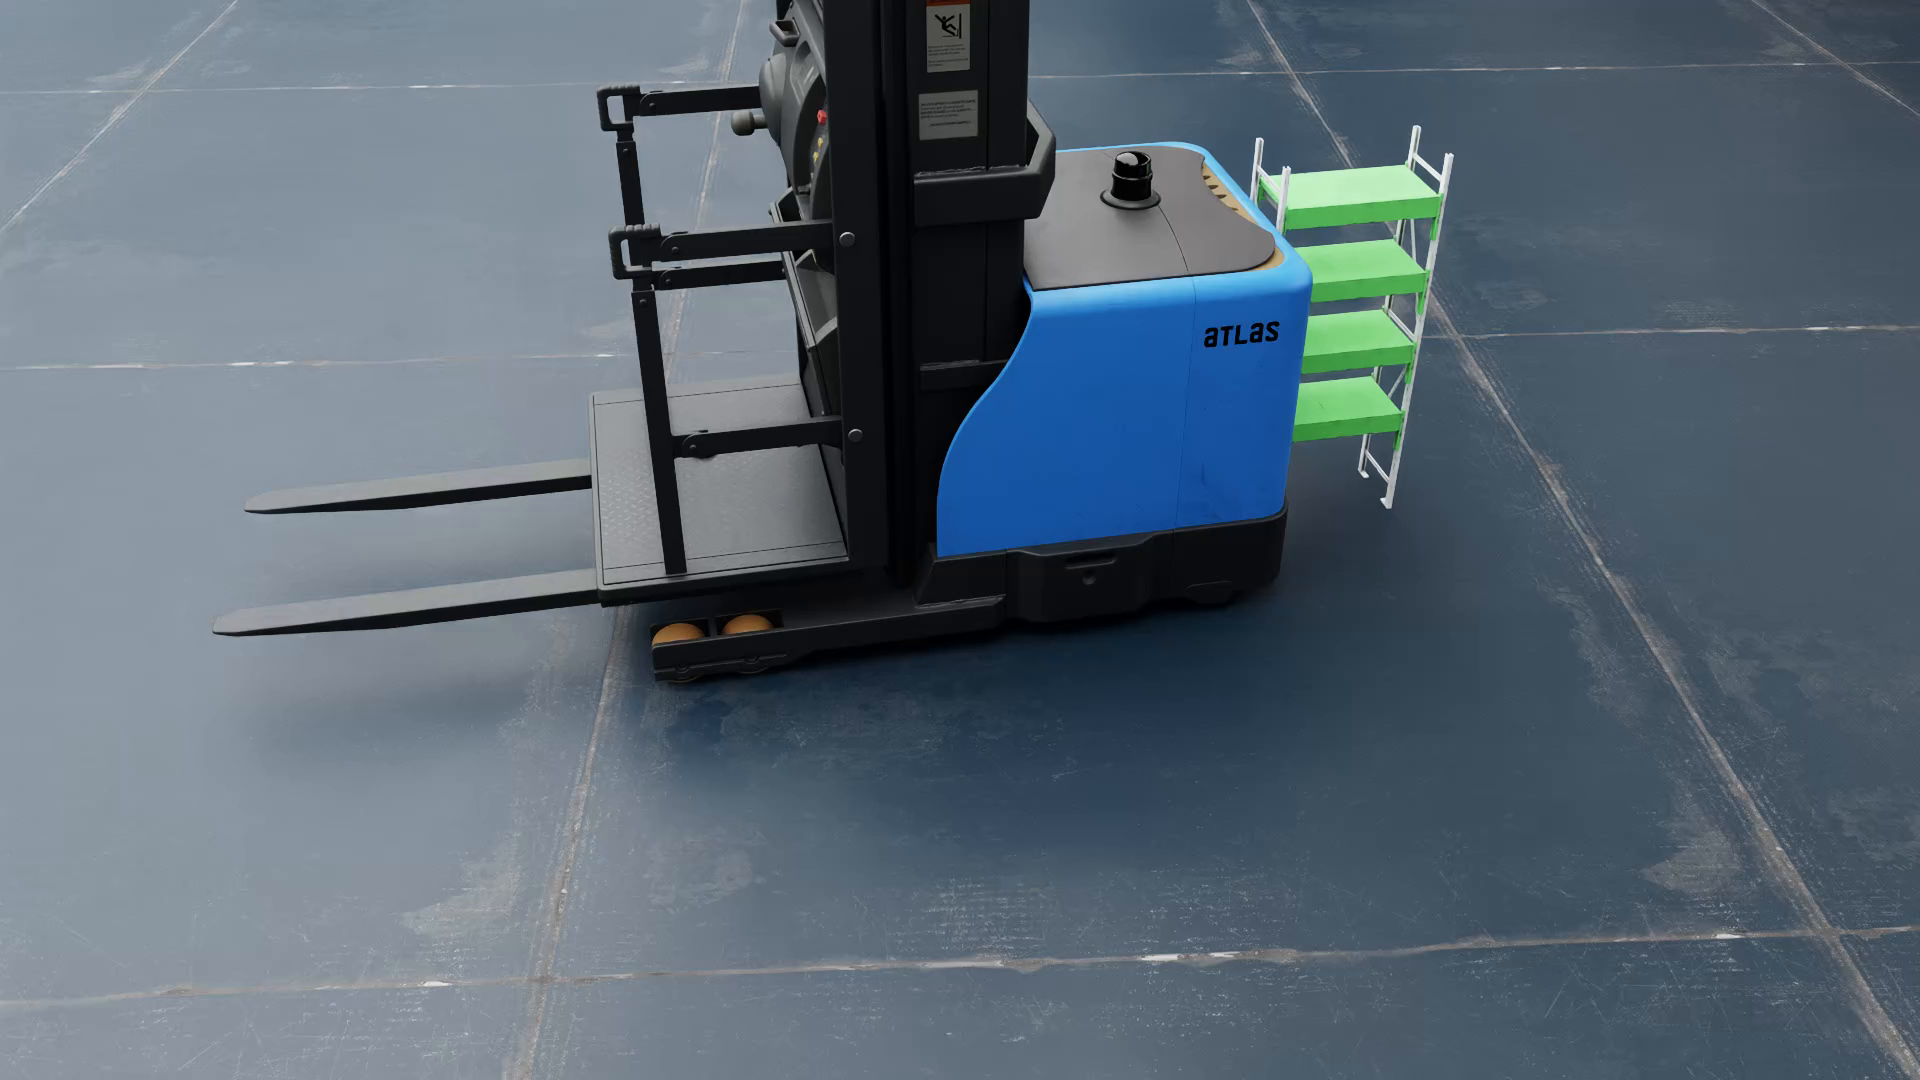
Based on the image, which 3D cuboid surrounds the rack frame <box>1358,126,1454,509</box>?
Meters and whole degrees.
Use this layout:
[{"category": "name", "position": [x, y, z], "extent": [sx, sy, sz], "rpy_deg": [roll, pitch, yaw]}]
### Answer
[{"category": "rack frame", "position": [1.369, -0.662, 5.152], "extent": [0.015, 1.200, 0.240], "rpy_deg": [-7, 35, -10]}]

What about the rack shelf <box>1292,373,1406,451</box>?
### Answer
[{"category": "rack shelf", "position": [1.130, -0.384, 5.285], "extent": [0.480, 0.148, 0.258], "rpy_deg": [-7, 35, -10]}]

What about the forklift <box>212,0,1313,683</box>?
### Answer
[{"category": "forklift", "position": [-0.610, -1.133, 4.312], "extent": [3.031, 2.935, 1.130], "rpy_deg": [-7, 35, -10]}]

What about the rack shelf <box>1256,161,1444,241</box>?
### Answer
[{"category": "rack shelf", "position": [1.130, -0.976, 4.875], "extent": [0.480, 0.148, 0.258], "rpy_deg": [-7, 35, -10]}]

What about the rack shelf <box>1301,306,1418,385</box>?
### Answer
[{"category": "rack shelf", "position": [1.130, -0.582, 5.148], "extent": [0.480, 0.148, 0.258], "rpy_deg": [-7, 35, -10]}]

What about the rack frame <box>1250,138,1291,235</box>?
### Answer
[{"category": "rack frame", "position": [0.891, -0.606, 5.071], "extent": [0.015, 1.200, 0.240], "rpy_deg": [-7, 35, -10]}]

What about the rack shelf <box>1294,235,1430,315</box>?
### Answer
[{"category": "rack shelf", "position": [1.130, -0.779, 5.012], "extent": [0.480, 0.148, 0.258], "rpy_deg": [-7, 35, -10]}]

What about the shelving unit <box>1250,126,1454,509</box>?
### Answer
[{"category": "shelving unit", "position": [1.130, -0.634, 5.112], "extent": [0.503, 1.200, 0.258], "rpy_deg": [-7, 35, -10]}]
